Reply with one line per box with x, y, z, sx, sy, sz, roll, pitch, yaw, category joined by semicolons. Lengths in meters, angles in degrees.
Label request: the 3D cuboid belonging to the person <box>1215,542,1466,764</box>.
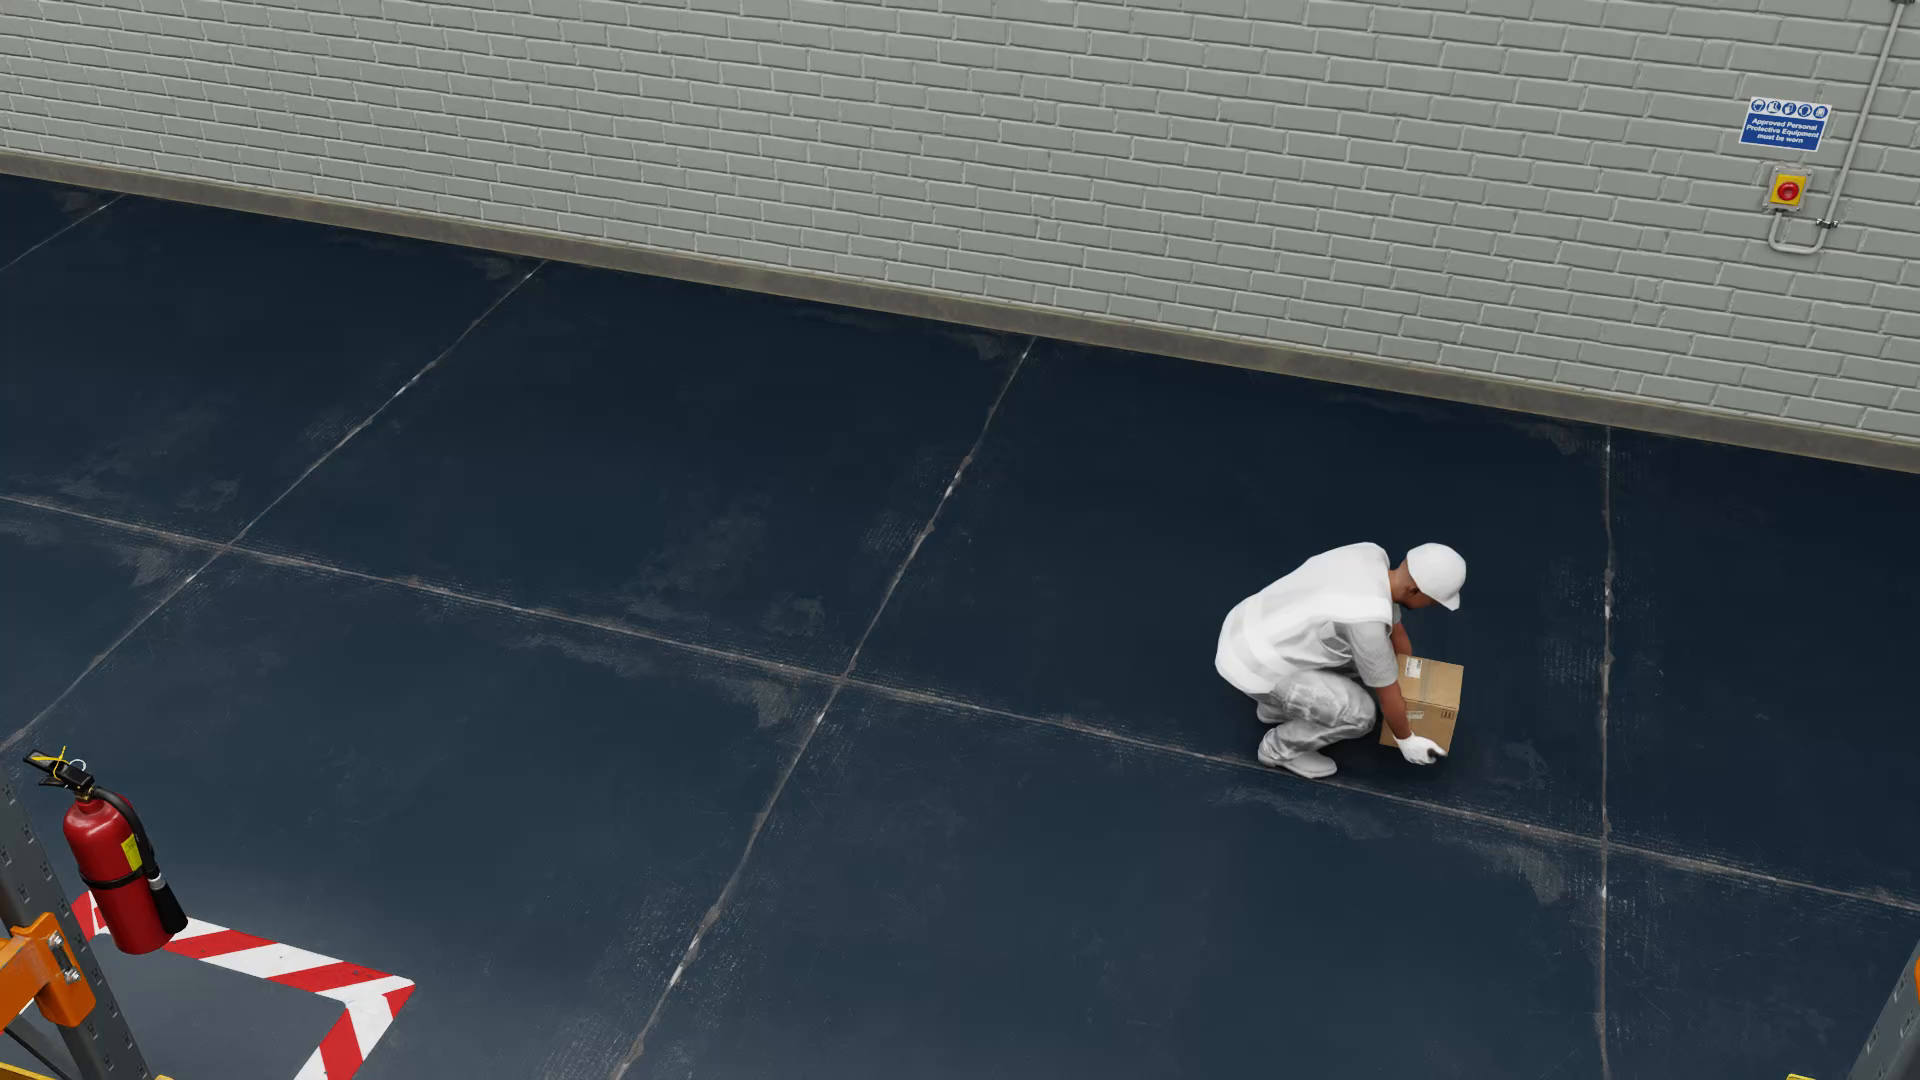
1.429;0.343;6.216;0.898;0.871;0.536;10;38;13;person
